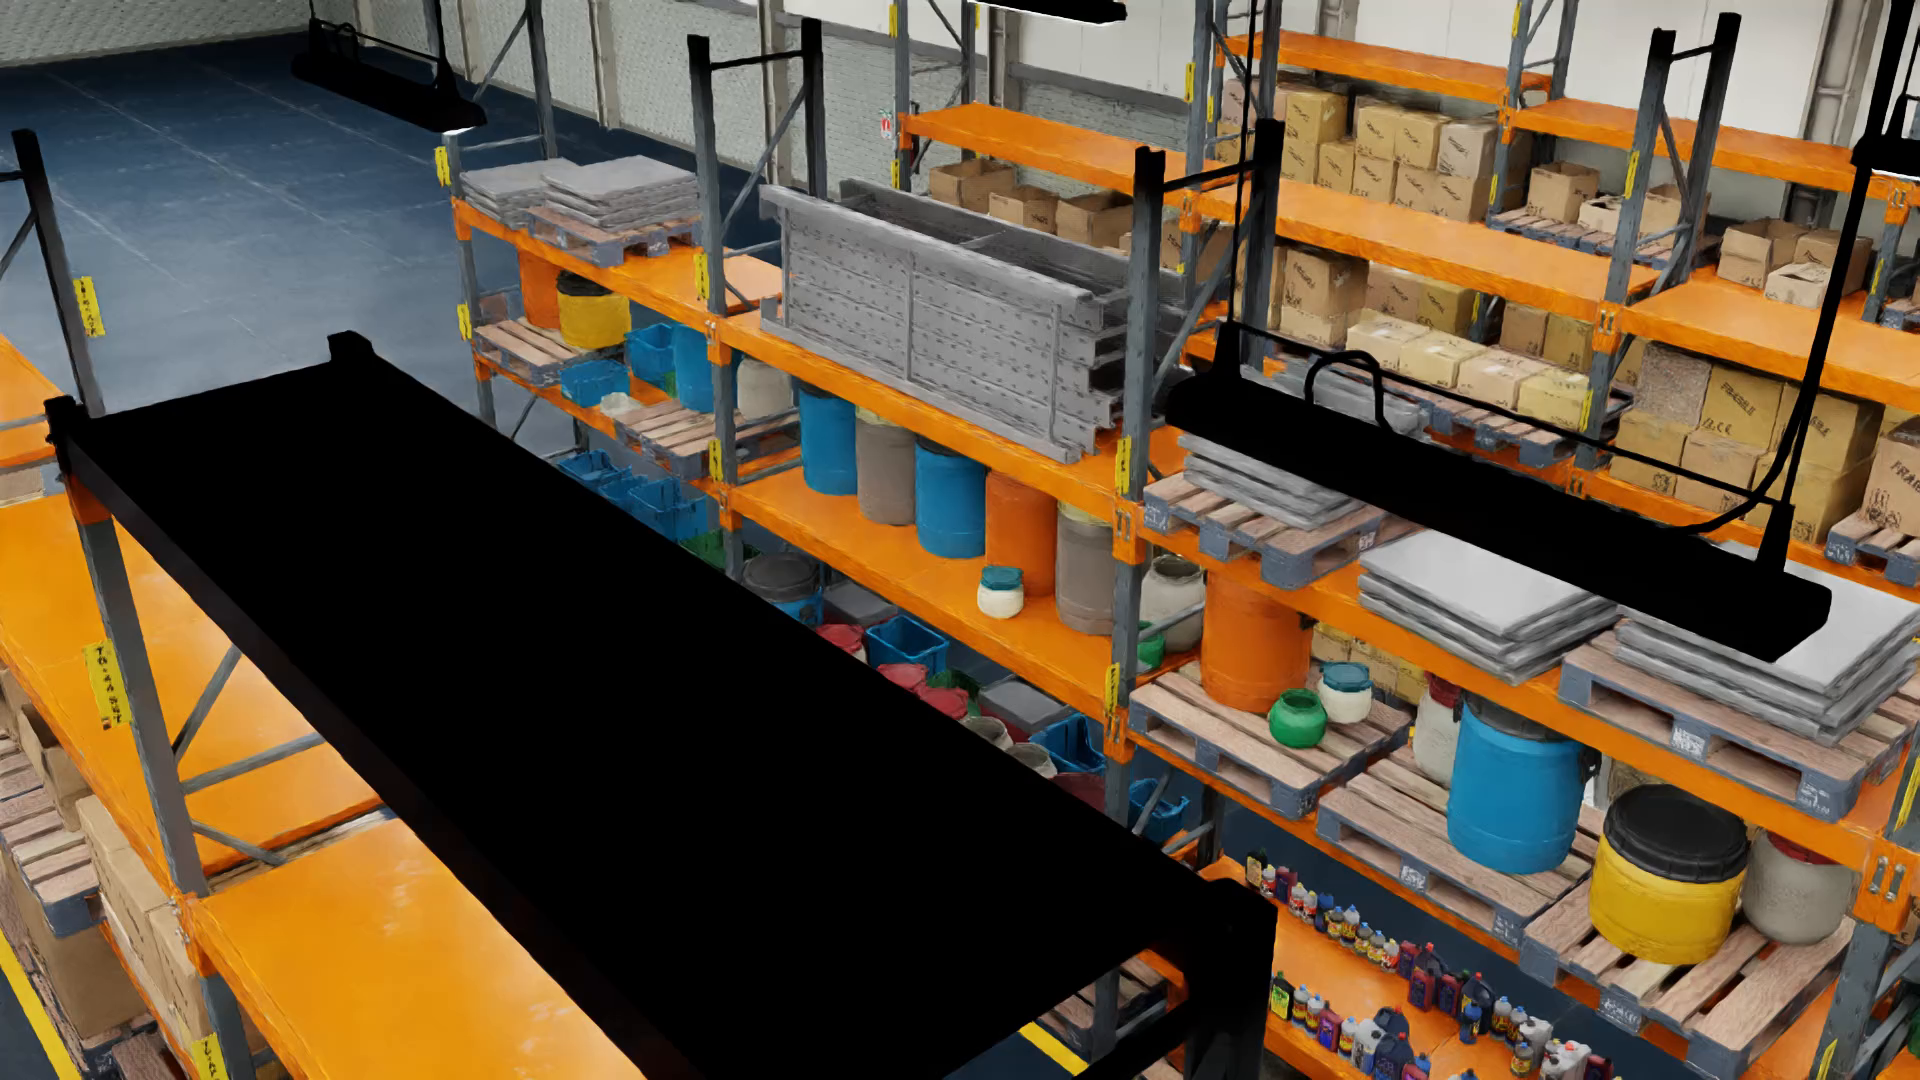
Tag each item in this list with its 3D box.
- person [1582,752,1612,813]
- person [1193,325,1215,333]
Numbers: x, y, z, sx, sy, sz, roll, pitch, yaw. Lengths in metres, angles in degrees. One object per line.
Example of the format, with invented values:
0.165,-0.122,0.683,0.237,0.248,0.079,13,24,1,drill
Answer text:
4.509,1.965,11.998,0.419,1.514,1.038,-23,35,-38,person
2.878,-2.070,19.648,0.635,1.784,0.518,10,29,19,person
